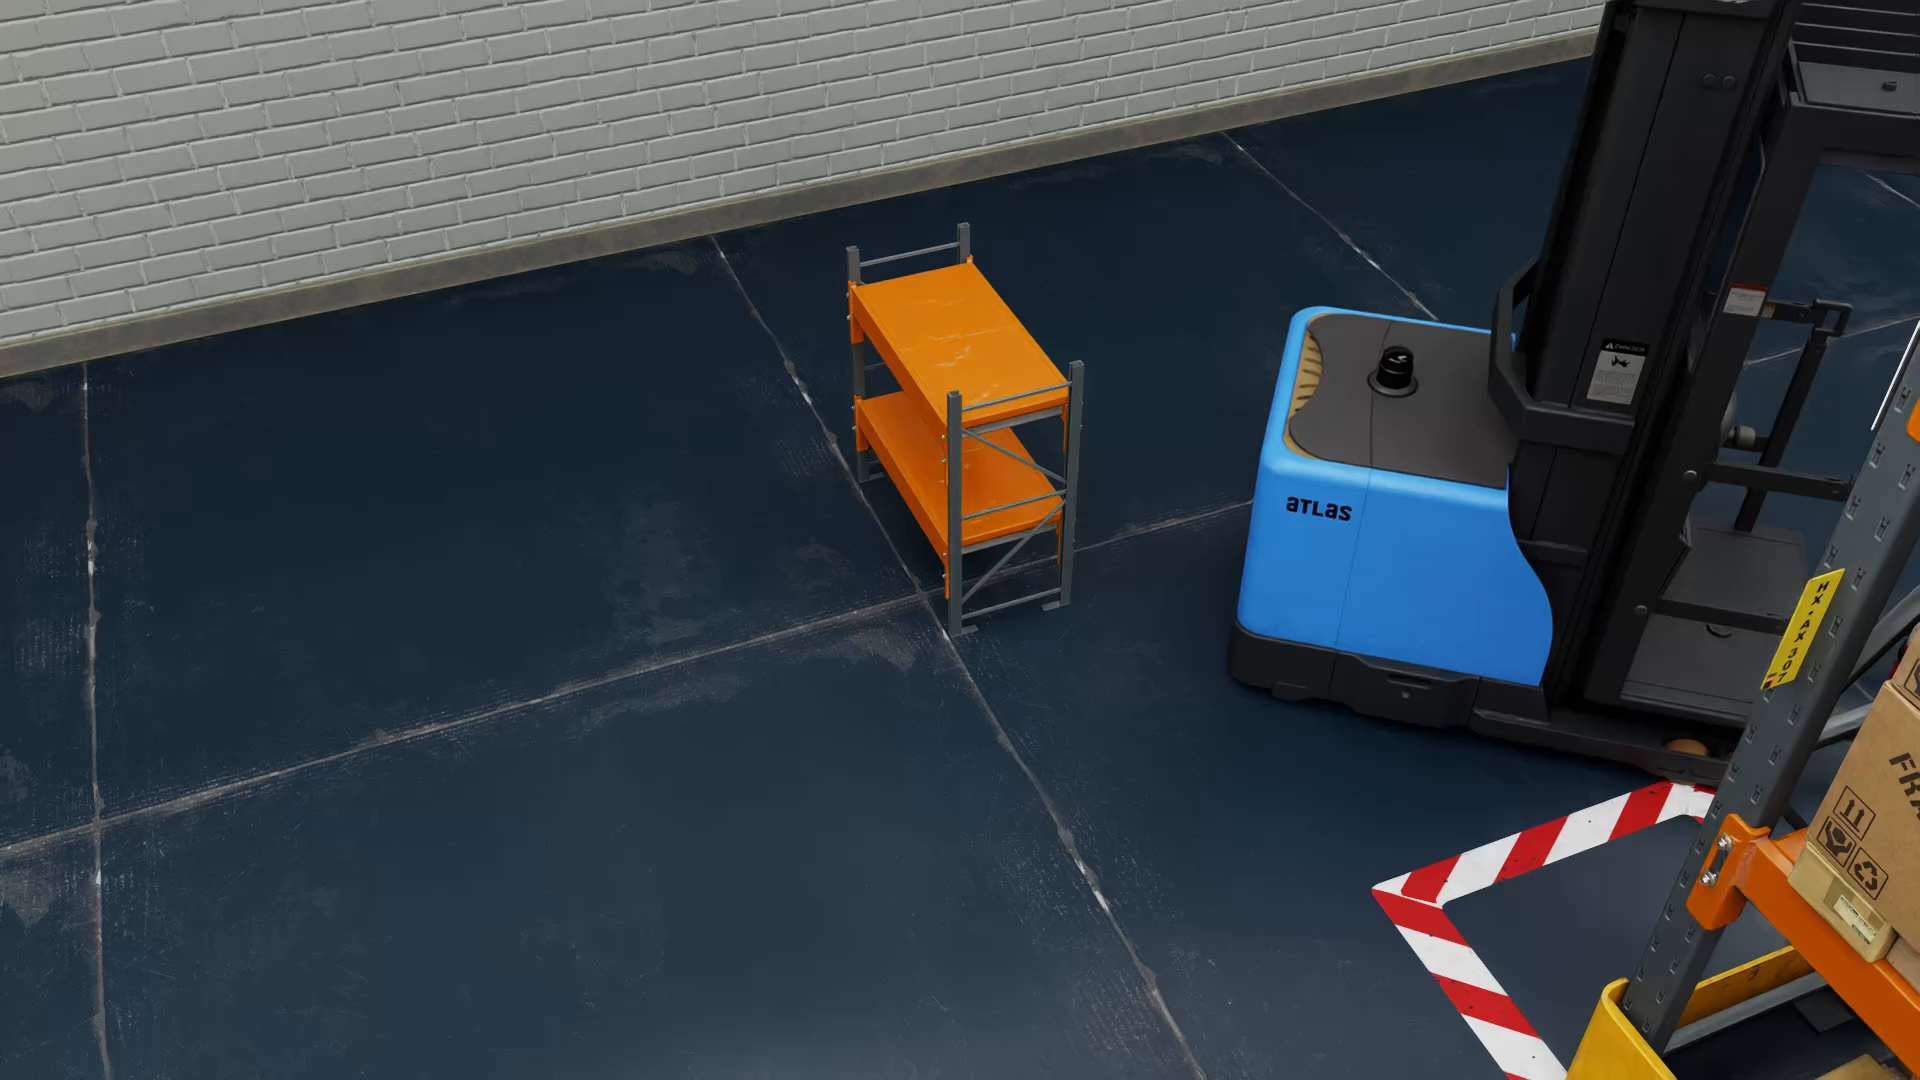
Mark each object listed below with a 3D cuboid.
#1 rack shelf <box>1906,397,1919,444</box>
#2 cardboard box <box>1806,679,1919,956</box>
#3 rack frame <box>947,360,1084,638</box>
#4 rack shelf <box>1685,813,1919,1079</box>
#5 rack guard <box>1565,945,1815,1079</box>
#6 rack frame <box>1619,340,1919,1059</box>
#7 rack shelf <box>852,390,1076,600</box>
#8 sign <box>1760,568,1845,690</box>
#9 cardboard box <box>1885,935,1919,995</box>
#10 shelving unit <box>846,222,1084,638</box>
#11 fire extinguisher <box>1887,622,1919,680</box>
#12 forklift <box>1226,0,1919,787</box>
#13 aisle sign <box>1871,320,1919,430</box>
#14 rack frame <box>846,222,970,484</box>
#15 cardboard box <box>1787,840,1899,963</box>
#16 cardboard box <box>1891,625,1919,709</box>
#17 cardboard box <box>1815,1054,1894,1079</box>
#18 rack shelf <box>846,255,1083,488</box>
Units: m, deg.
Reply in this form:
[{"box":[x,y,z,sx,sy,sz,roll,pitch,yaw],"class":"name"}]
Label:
[{"box":[3.070,0.727,1.855,1.077,0.370,4.000,-15,43,-17],"class":"rack shelf"},{"box":[2.222,0.575,3.475,0.500,0.500,0.500,-13,42,-15],"class":"cardboard box"},{"box":[0.192,-0.124,6.032,0.500,1.125,0.032,-15,43,-17],"class":"rack frame"},{"box":[3.070,1.864,2.833,1.077,0.370,4.000,-15,43,-17],"class":"rack shelf"},{"box":[2.334,1.380,4.761,1.175,0.500,0.348,-15,43,-17],"class":"rack guard"},{"box":[2.305,0.387,4.000,1.000,3.000,0.127,-15,43,-17],"class":"rack frame"},{"box":[-0.003,-0.245,6.547,0.538,0.278,1.000,-15,43,-17],"class":"rack shelf"},{"box":[1.804,0.194,3.560,0.100,0.325,0.005,-15,43,-17],"class":"sign"},{"box":[2.262,0.902,3.593,0.380,0.149,0.250,-14,43,-15],"class":"cardboard box"},{"box":[-0.003,-0.431,6.388,0.538,1.125,1.048,-15,43,-17],"class":"shelving unit"},{"box":[2.635,0.291,4.457,0.296,0.674,0.183,-15,43,-17],"class":"fire extinguisher"},{"box":[2.553,-0.615,5.217,3.031,2.935,1.130,10,42,12],"class":"forklift"},{"box":[2.000,-0.568,3.116,0.394,0.787,0.004,-15,43,-17],"class":"aisle sign"},{"box":[-0.197,-0.737,6.744,0.500,1.125,0.032,-15,43,-17],"class":"rack frame"},{"box":[2.126,0.759,3.760,0.380,0.149,0.250,-15,43,-17],"class":"cardboard box"},{"box":[2.232,0.194,3.153,0.500,0.500,0.500,-15,43,-17],"class":"cardboard box"},{"box":[2.192,1.483,4.133,0.380,0.149,0.250,-17,44,-19],"class":"cardboard box"},{"box":[-0.003,-0.652,6.197,0.538,0.278,1.000,-15,43,-17],"class":"rack shelf"}]
